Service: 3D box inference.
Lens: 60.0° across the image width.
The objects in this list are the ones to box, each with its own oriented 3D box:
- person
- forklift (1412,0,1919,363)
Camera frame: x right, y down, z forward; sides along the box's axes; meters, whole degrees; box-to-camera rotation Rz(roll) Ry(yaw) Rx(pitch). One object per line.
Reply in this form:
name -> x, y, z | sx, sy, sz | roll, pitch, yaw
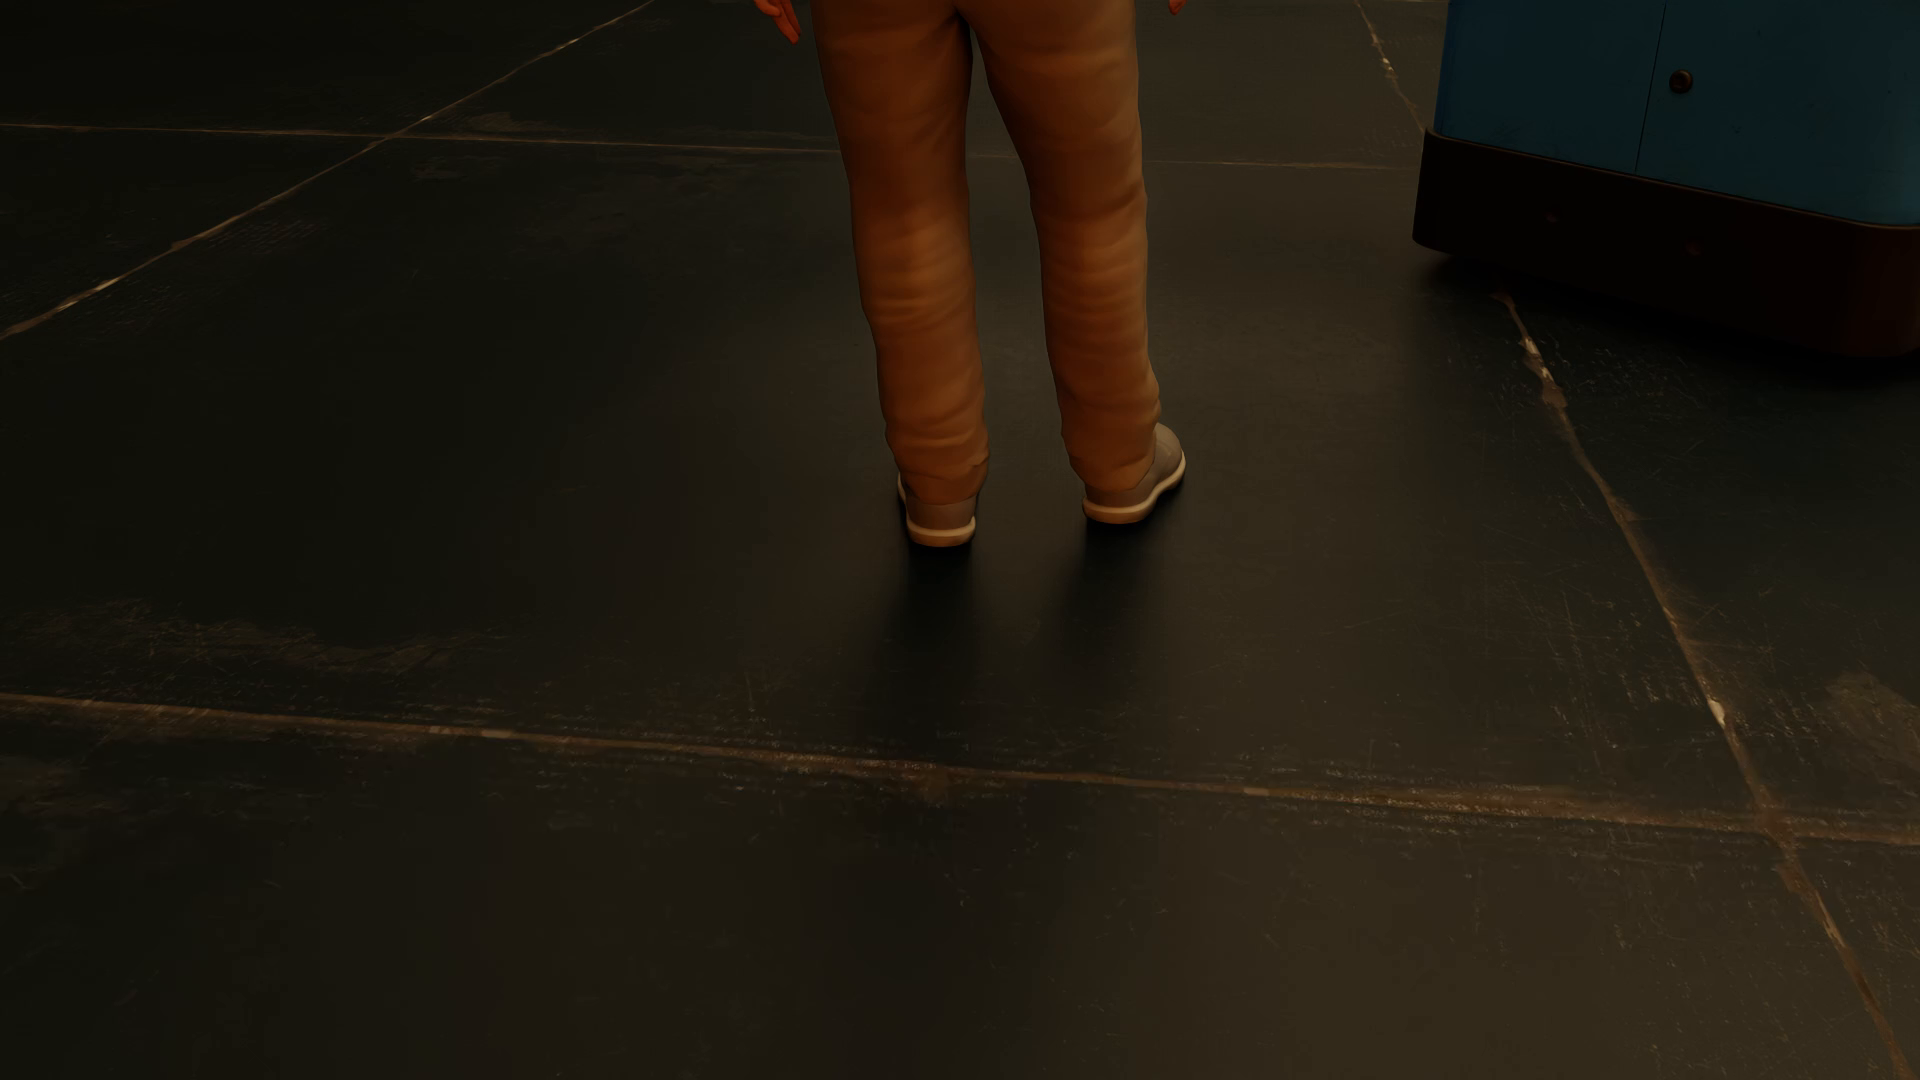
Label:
person -> 0.024, -0.819, 2.189 | 0.640, 1.727, 0.551 | 3, 27, 7
forklift -> 2.447, -2.170, 3.568 | 3.031, 2.935, 1.130 | -21, 33, -35
